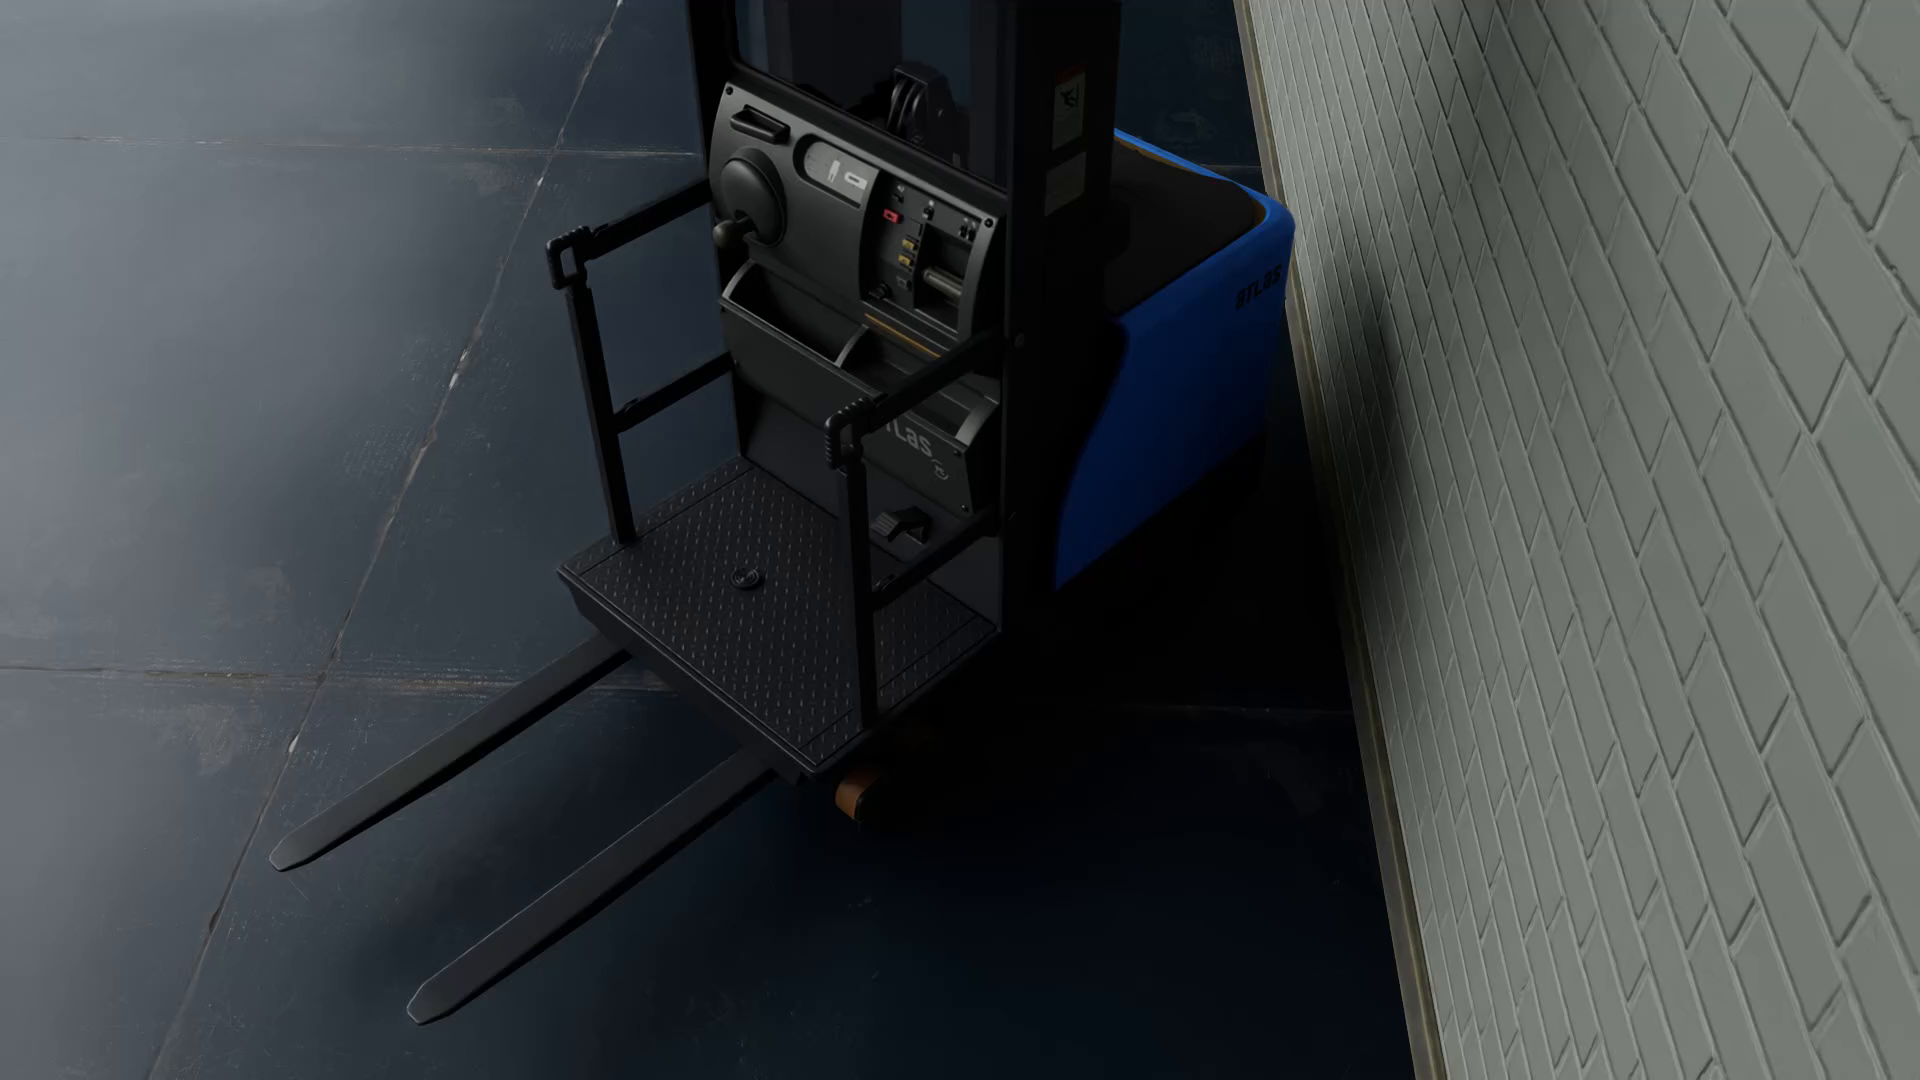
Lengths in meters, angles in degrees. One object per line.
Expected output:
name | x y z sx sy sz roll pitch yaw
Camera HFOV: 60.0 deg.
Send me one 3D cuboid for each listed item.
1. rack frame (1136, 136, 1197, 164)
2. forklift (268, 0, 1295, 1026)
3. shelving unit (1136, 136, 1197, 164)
rack frame | 0.653 -0.907 5.563 0.240 0.900 0.006 33 52 30
forklift | -0.417 -0.718 3.871 1.130 2.935 3.031 33 52 30
shelving unit | 0.583 -0.857 5.509 0.258 0.900 0.210 33 52 30
